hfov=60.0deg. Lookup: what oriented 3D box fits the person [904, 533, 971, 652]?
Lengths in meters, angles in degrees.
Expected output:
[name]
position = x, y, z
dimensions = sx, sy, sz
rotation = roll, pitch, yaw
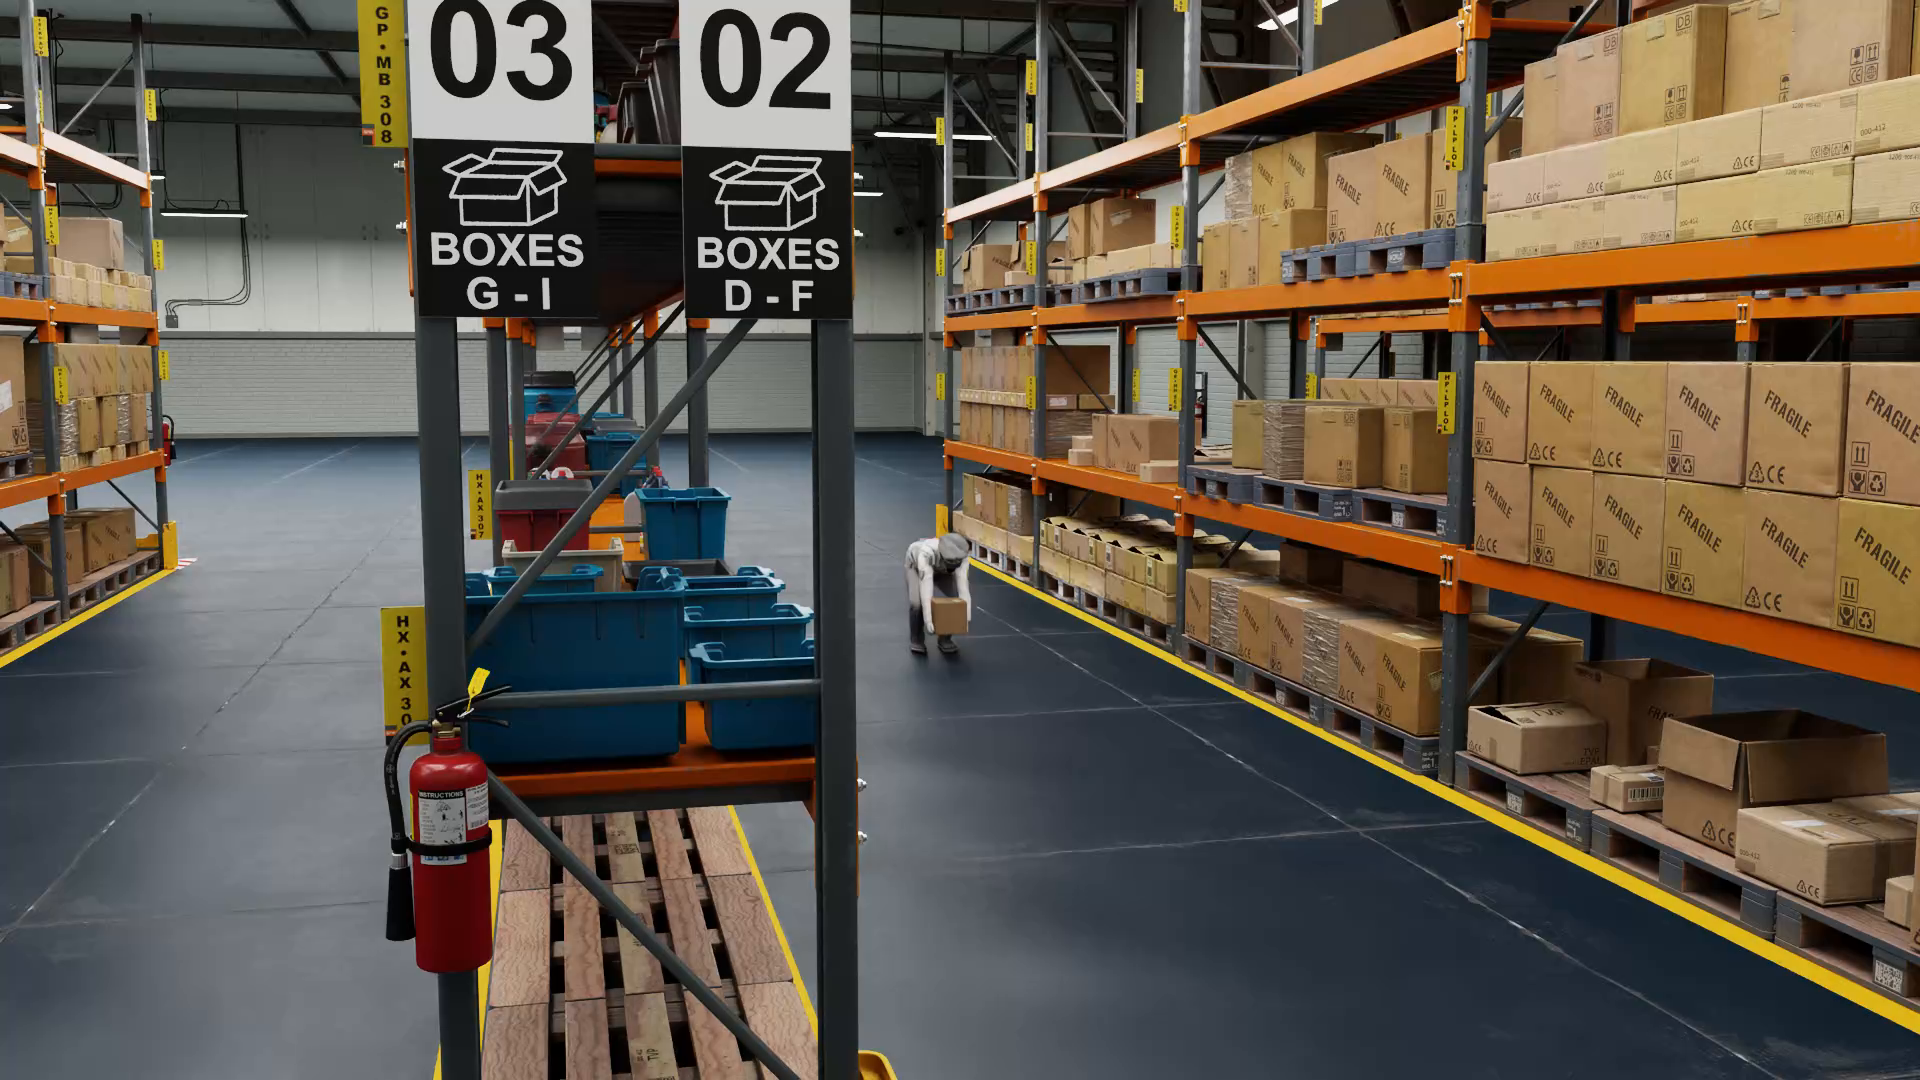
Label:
[person]
position = -0.172, 0.406, 13.087
dimensions = 0.452, 0.989, 0.916
rotation = -2, 6, -16
